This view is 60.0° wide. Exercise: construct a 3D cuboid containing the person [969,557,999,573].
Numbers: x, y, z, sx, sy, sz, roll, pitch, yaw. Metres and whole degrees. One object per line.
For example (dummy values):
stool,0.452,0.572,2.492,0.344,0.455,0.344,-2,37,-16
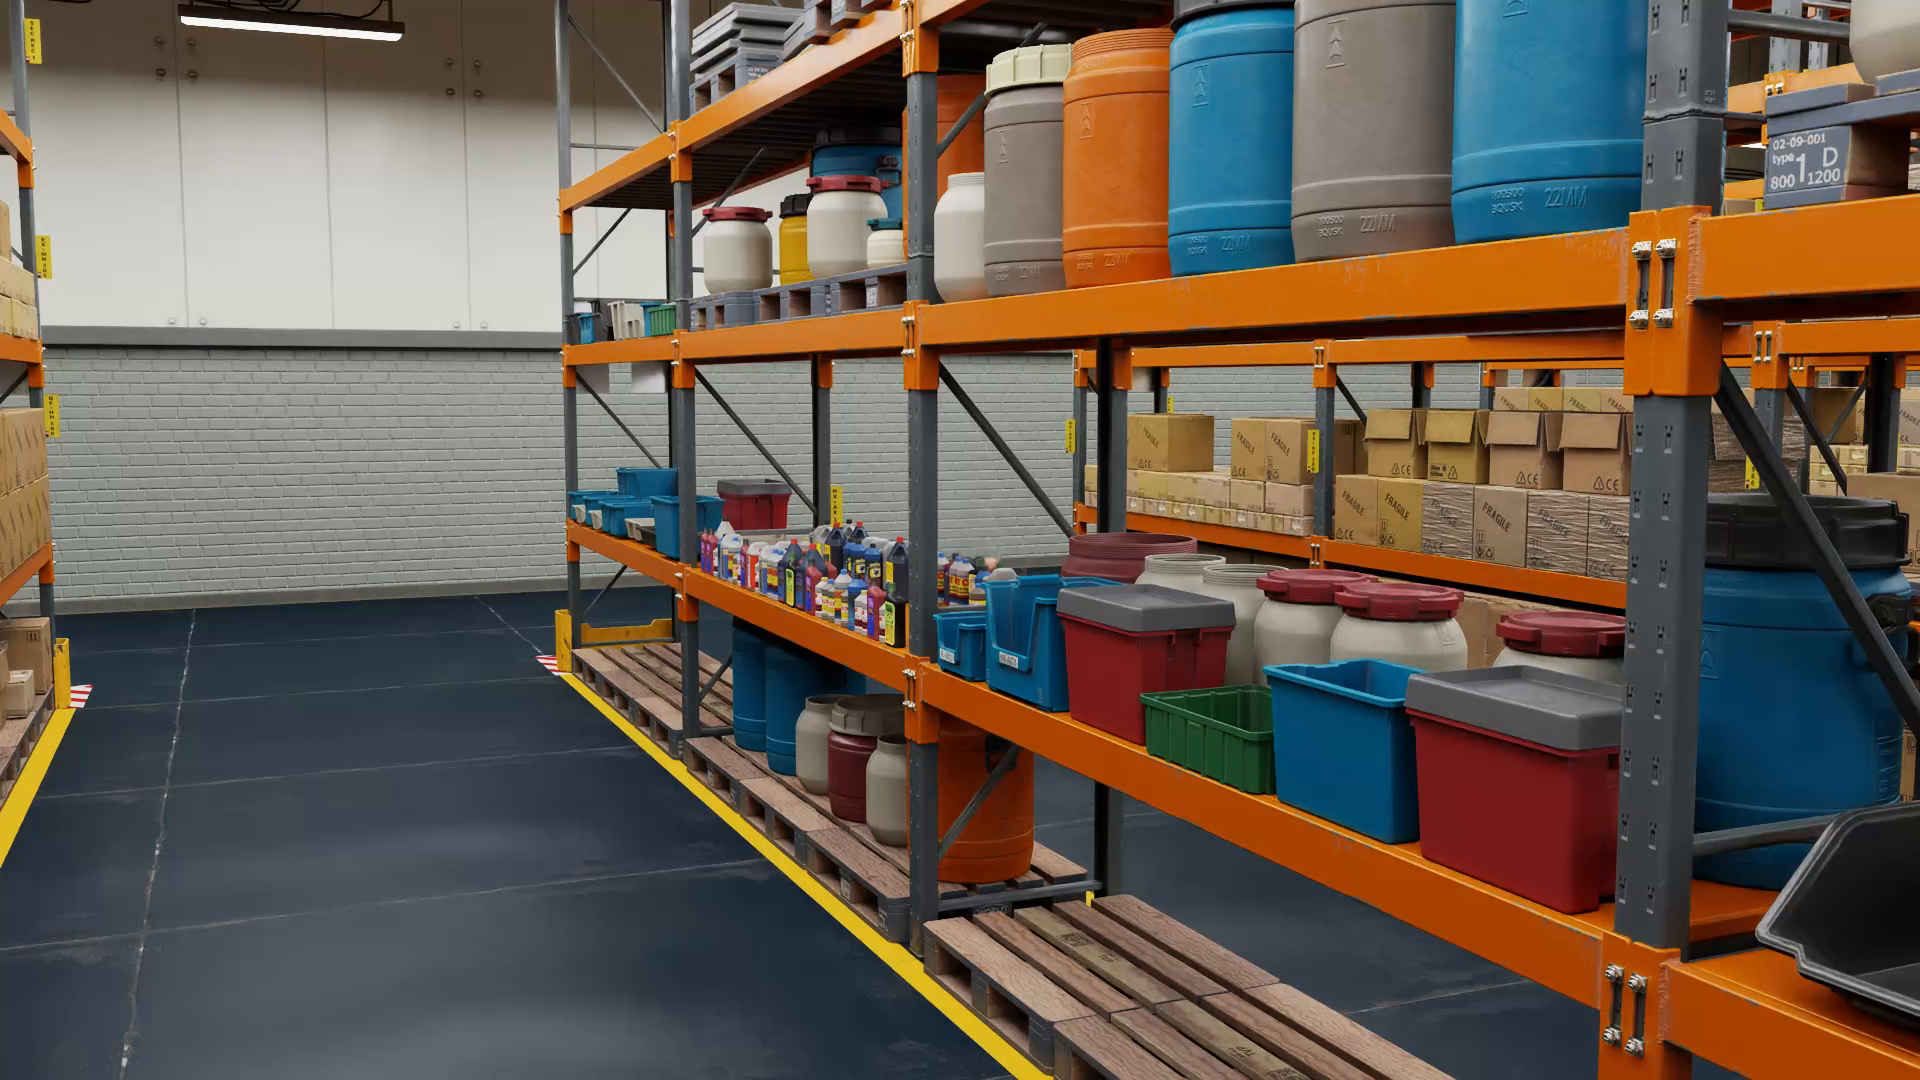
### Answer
person,0.111,0.554,16.327,0.530,0.832,0.877,-2,6,-24
